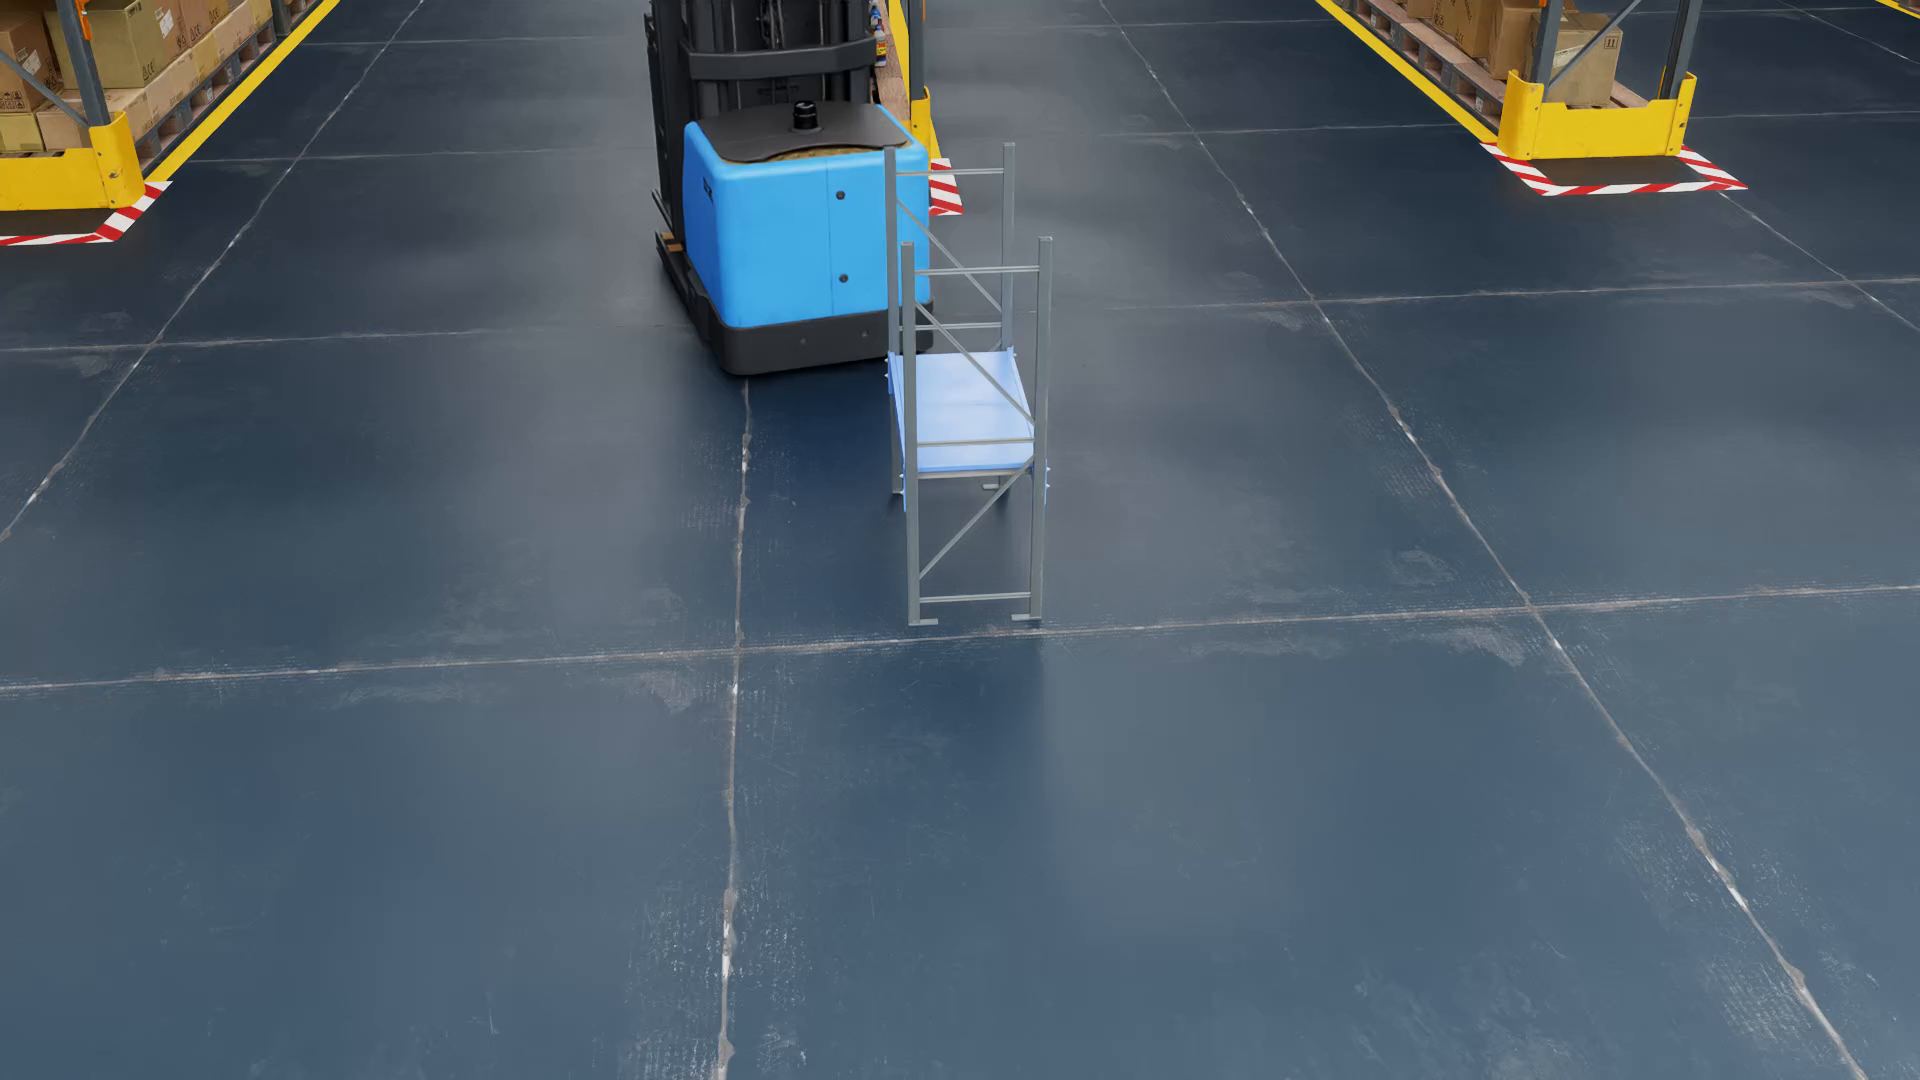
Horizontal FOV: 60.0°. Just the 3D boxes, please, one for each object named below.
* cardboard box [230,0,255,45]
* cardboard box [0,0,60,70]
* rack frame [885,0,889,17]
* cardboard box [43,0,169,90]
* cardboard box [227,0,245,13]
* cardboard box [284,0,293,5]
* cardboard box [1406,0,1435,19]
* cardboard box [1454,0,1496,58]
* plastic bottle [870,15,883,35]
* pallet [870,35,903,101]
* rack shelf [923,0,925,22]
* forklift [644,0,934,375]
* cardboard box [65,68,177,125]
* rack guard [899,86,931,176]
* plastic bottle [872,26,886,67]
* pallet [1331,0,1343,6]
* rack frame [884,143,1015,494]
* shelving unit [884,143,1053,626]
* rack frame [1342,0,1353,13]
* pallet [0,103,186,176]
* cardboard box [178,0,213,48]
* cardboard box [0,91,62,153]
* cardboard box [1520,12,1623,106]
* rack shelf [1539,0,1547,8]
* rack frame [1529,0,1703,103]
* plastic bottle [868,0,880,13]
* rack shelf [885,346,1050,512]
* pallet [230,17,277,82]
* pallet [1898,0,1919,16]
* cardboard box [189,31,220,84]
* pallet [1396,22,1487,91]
[{"bbox_3d":[-5.735,-3.947,12.705,0.500,0.250,0.500,-3,31,-5],"label":"cardboard box"},{"bbox_3d":[-6.113,-3.478,11.189,0.500,0.500,0.500,-3,31,-5],"label":"cardboard box"},{"bbox_3d":[-1.100,-5.665,13.309,1.000,3.000,0.127,-3,31,-5],"label":"rack frame"},{"bbox_3d":[-5.536,-3.249,10.804,0.500,0.500,0.500,-3,31,-5],"label":"cardboard box"},{"bbox_3d":[-5.736,-4.269,12.513,0.500,0.500,0.500,-3,31,-5],"label":"cardboard box"},{"bbox_3d":[-5.823,-4.647,13.877,0.500,0.250,0.500,-3,31,-6],"label":"cardboard box"},{"bbox_3d":[3.890,-4.511,13.405,0.500,0.500,0.500,7,32,11],"label":"cardboard box"},{"bbox_3d":[4.033,-3.911,12.400,0.500,0.500,0.500,0,31,0],"label":"cardboard box"},{"bbox_3d":[-0.618,-3.756,12.344,0.097,0.271,0.097,0,31,0],"label":"plastic bottle"},{"bbox_3d":[-0.962,-3.499,12.401,1.003,0.211,1.213,-3,31,-5],"label":"pallet"},{"bbox_3d":[-0.914,-4.335,11.784,1.077,0.370,4.000,-3,31,-5],"label":"rack shelf"},{"bbox_3d":[-1.077,-2.788,8.560,1.130,2.935,3.031,-10,32,-16],"label":"forklift"},{"bbox_3d":[-5.538,-2.927,10.996,0.500,0.250,0.500,-3,31,-5],"label":"cardboard box"},{"bbox_3d":[-0.781,-2.586,10.592,1.175,0.500,0.348,-3,31,-5],"label":"rack guard"},{"bbox_3d":[-0.586,-3.581,12.051,0.097,0.271,0.097,0,31,0],"label":"plastic bottle"},{"bbox_3d":[3.757,-5.102,15.087,1.003,0.211,1.213,-3,31,-5],"label":"pallet"},{"bbox_3d":[-0.040,-0.860,6.727,0.500,1.500,0.032,-3,31,-5],"label":"rack frame"},{"bbox_3d":[0.008,-0.600,6.292,0.538,1.500,1.048,-3,31,-5],"label":"shelving unit"},{"bbox_3d":[3.831,-5.902,13.706,1.000,3.000,0.127,-3,31,-5],"label":"rack frame"},{"bbox_3d":[-5.772,-2.579,10.861,1.003,0.211,1.213,-3,31,-5],"label":"pallet"},{"bbox_3d":[-5.625,-3.759,11.659,0.500,0.500,0.500,-3,31,-5],"label":"cardboard box"},{"bbox_3d":[-6.003,-2.647,10.528,0.500,0.250,0.500,-3,31,-5],"label":"cardboard box"},{"bbox_3d":[4.163,-3.287,11.356,0.500,0.500,0.500,3,31,5],"label":"cardboard box"},{"bbox_3d":[4.018,-4.572,12.181,1.077,0.370,4.000,-3,31,-5],"label":"rack shelf"},{"bbox_3d":[4.205,-3.860,10.287,1.000,3.000,0.127,-3,31,-5],"label":"rack frame"},{"bbox_3d":[-0.694,-4.023,12.788,0.152,0.276,0.135,-2,31,-4],"label":"plastic bottle"},{"bbox_3d":[0.008,-0.446,6.385,0.538,0.185,1.000,-3,31,-5],"label":"rack shelf"},{"bbox_3d":[-6.000,-3.824,12.947,1.003,0.211,1.213,-3,31,-5],"label":"pallet"},{"bbox_3d":[8.772,-4.499,14.076,1.003,0.211,1.213,-3,31,-5],"label":"pallet"},{"bbox_3d":[-5.626,-3.437,11.852,0.500,0.250,0.500,-3,31,-5],"label":"cardboard box"},{"bbox_3d":[4.046,-3.740,12.805,1.003,0.211,1.213,-3,31,-5],"label":"pallet"}]
